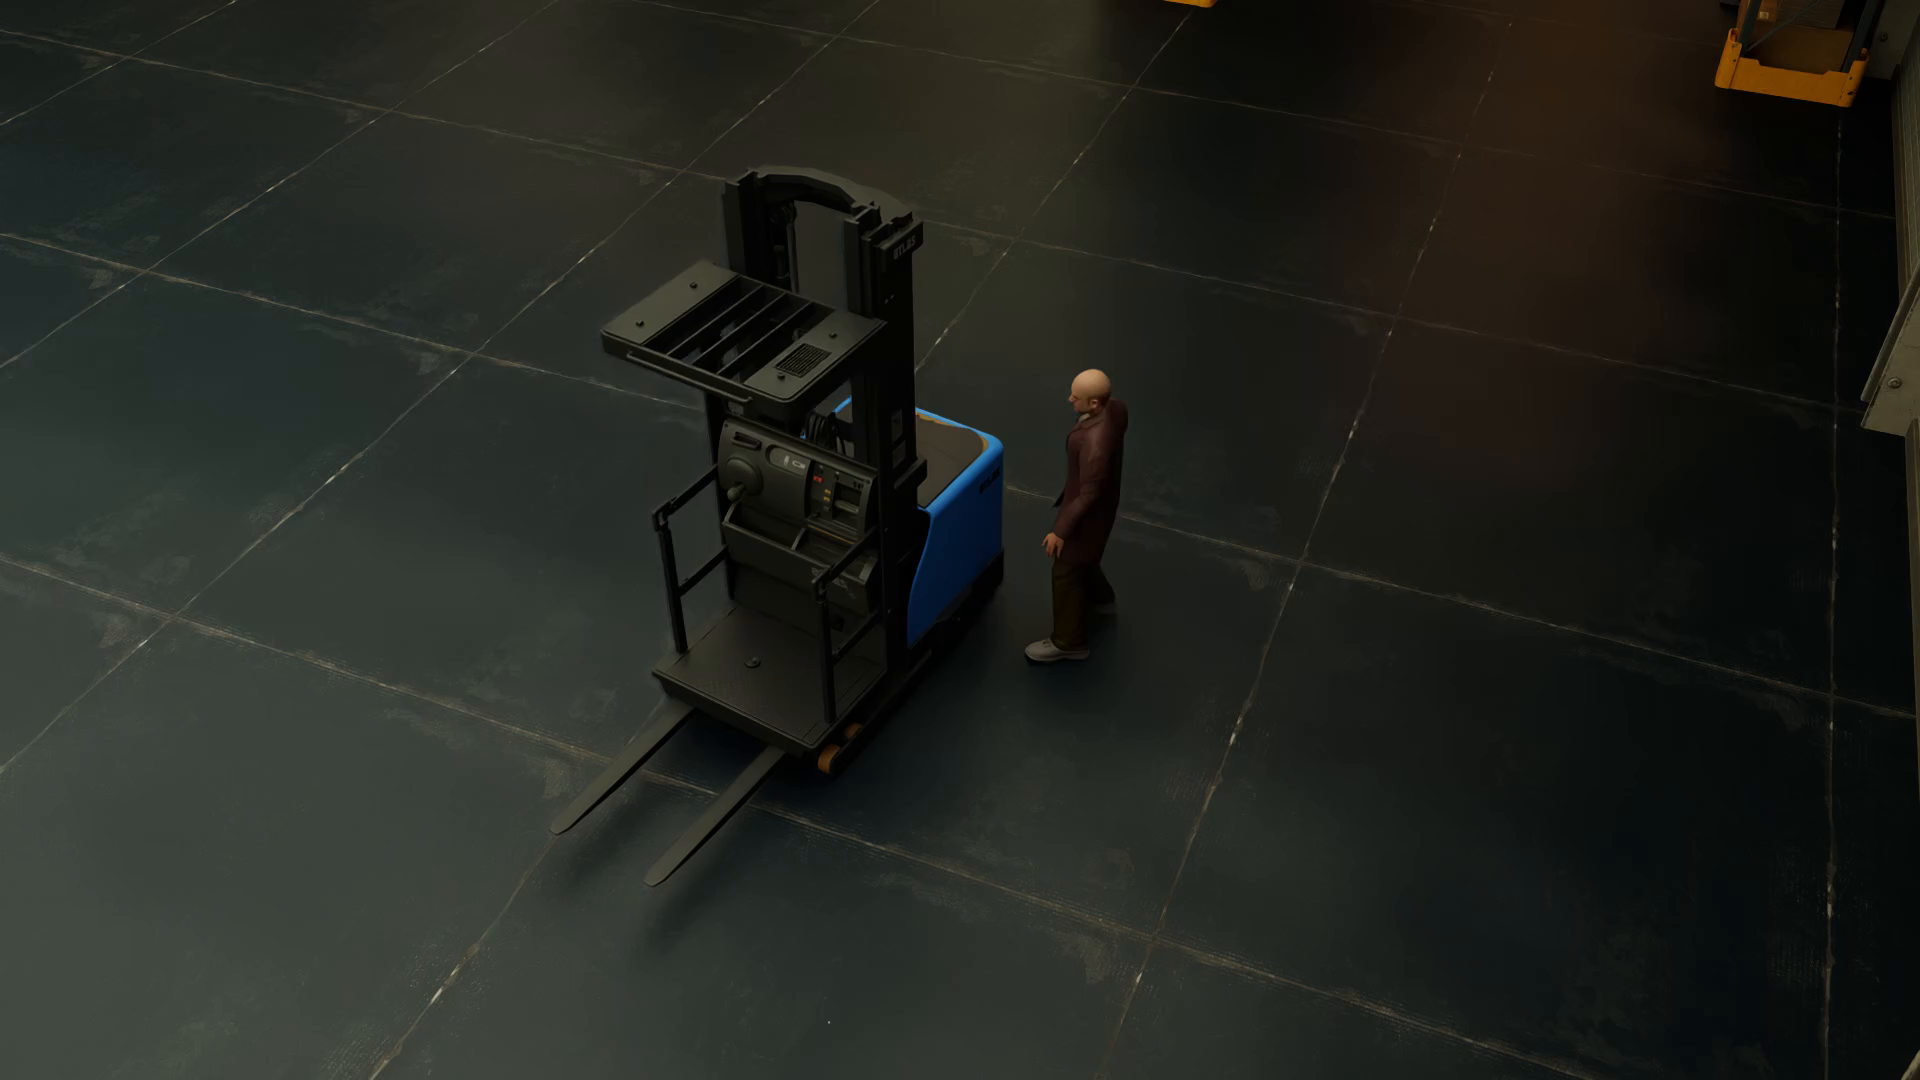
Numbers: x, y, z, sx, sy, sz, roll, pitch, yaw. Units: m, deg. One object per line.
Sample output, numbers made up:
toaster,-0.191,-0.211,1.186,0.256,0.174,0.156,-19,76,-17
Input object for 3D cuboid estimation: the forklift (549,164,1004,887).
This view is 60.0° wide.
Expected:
forklift,-0.950,-0.228,8.279,1.130,2.935,3.031,22,45,24

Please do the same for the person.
person,0.671,-0.196,9.159,0.453,1.753,0.817,9,41,10
